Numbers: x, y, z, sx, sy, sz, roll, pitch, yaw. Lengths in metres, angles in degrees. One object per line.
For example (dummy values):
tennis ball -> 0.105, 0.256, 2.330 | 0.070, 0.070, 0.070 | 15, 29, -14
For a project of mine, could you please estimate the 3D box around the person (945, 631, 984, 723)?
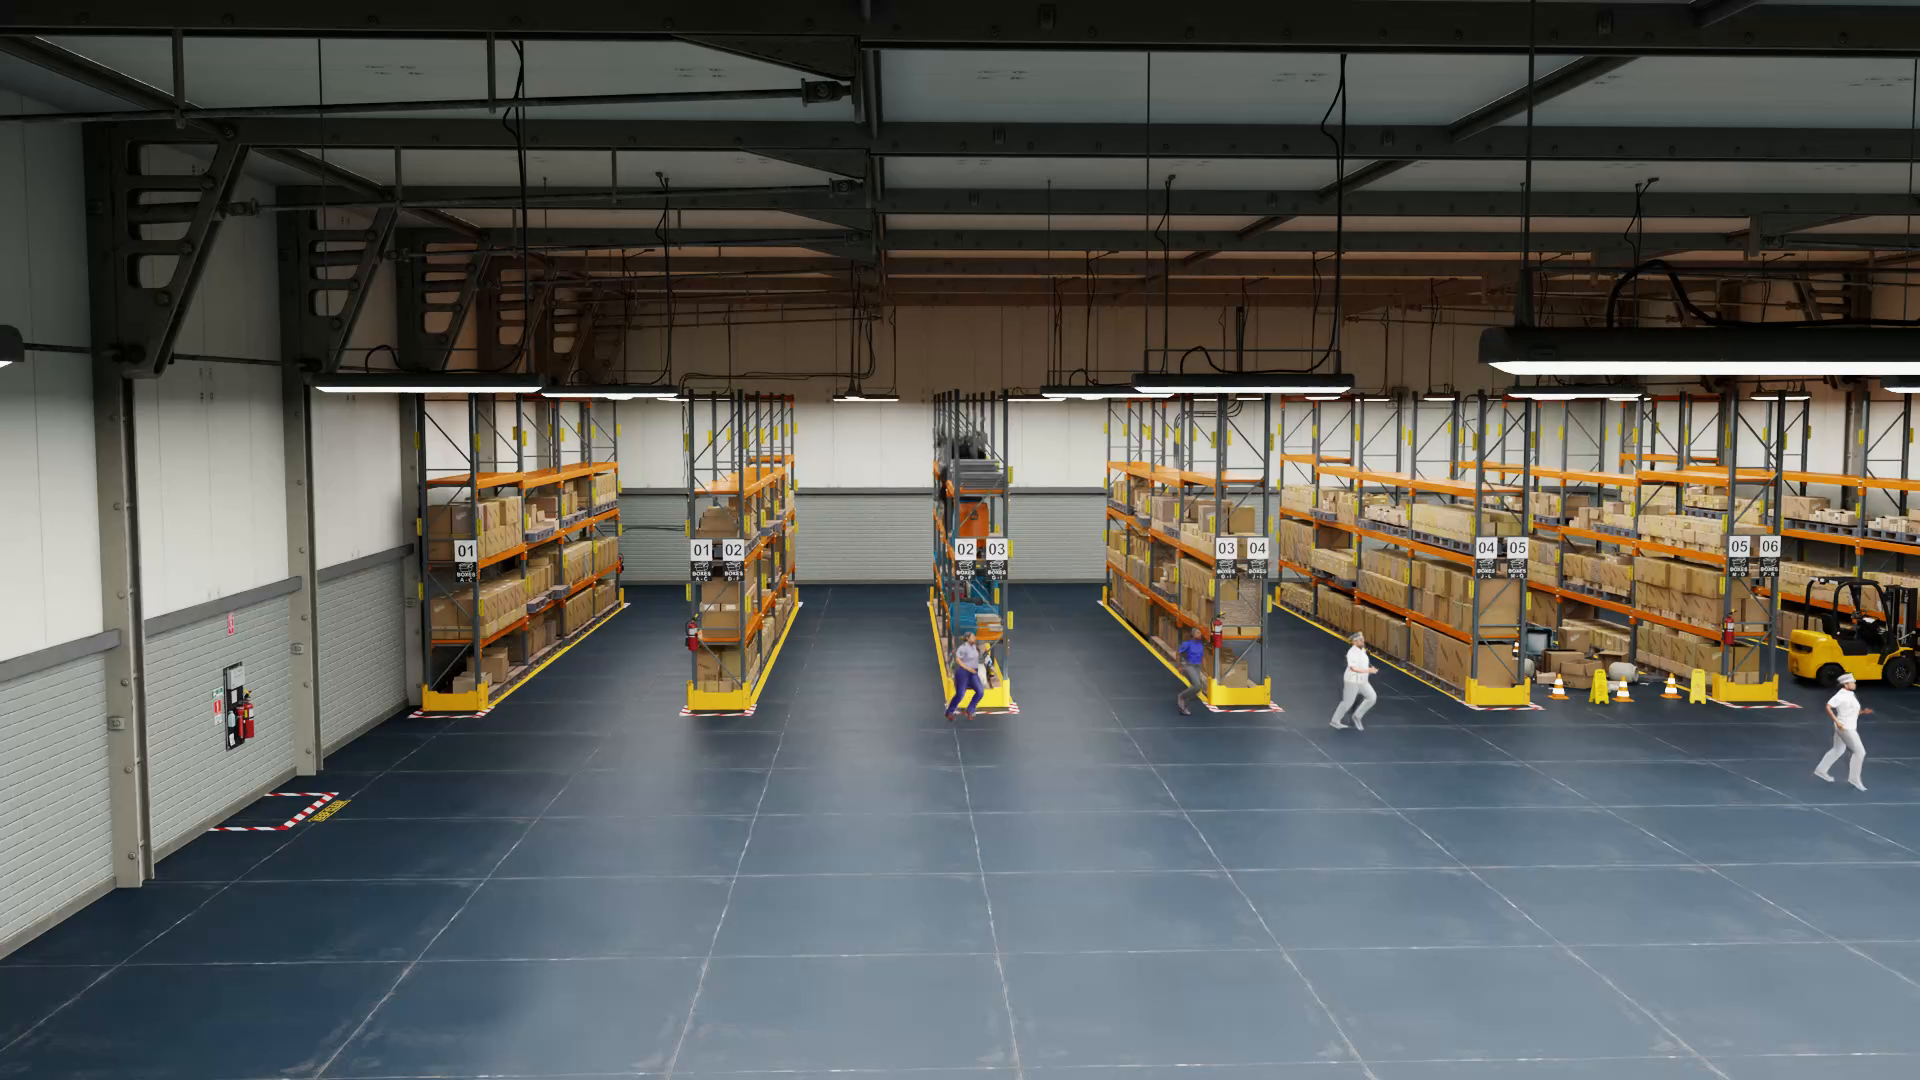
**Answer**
person -> 0.141, 2.476, 30.134 | 0.663, 1.652, 0.683 | 4, 6, 40

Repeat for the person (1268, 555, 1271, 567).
person -> 8.741, 0.902, 48.420 | 0.748, 1.746, 0.725 | -3, 5, -32

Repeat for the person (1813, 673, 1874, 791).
person -> 13.213, 2.853, 24.855 | 0.770, 1.758, 0.546 | 3, 5, 30

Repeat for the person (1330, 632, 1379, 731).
person -> 6.950, 2.466, 29.100 | 0.866, 1.769, 0.677 | 4, 6, 40

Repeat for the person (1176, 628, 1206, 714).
person -> 4.356, 2.422, 30.776 | 0.610, 1.581, 0.515 | -4, 6, -38
